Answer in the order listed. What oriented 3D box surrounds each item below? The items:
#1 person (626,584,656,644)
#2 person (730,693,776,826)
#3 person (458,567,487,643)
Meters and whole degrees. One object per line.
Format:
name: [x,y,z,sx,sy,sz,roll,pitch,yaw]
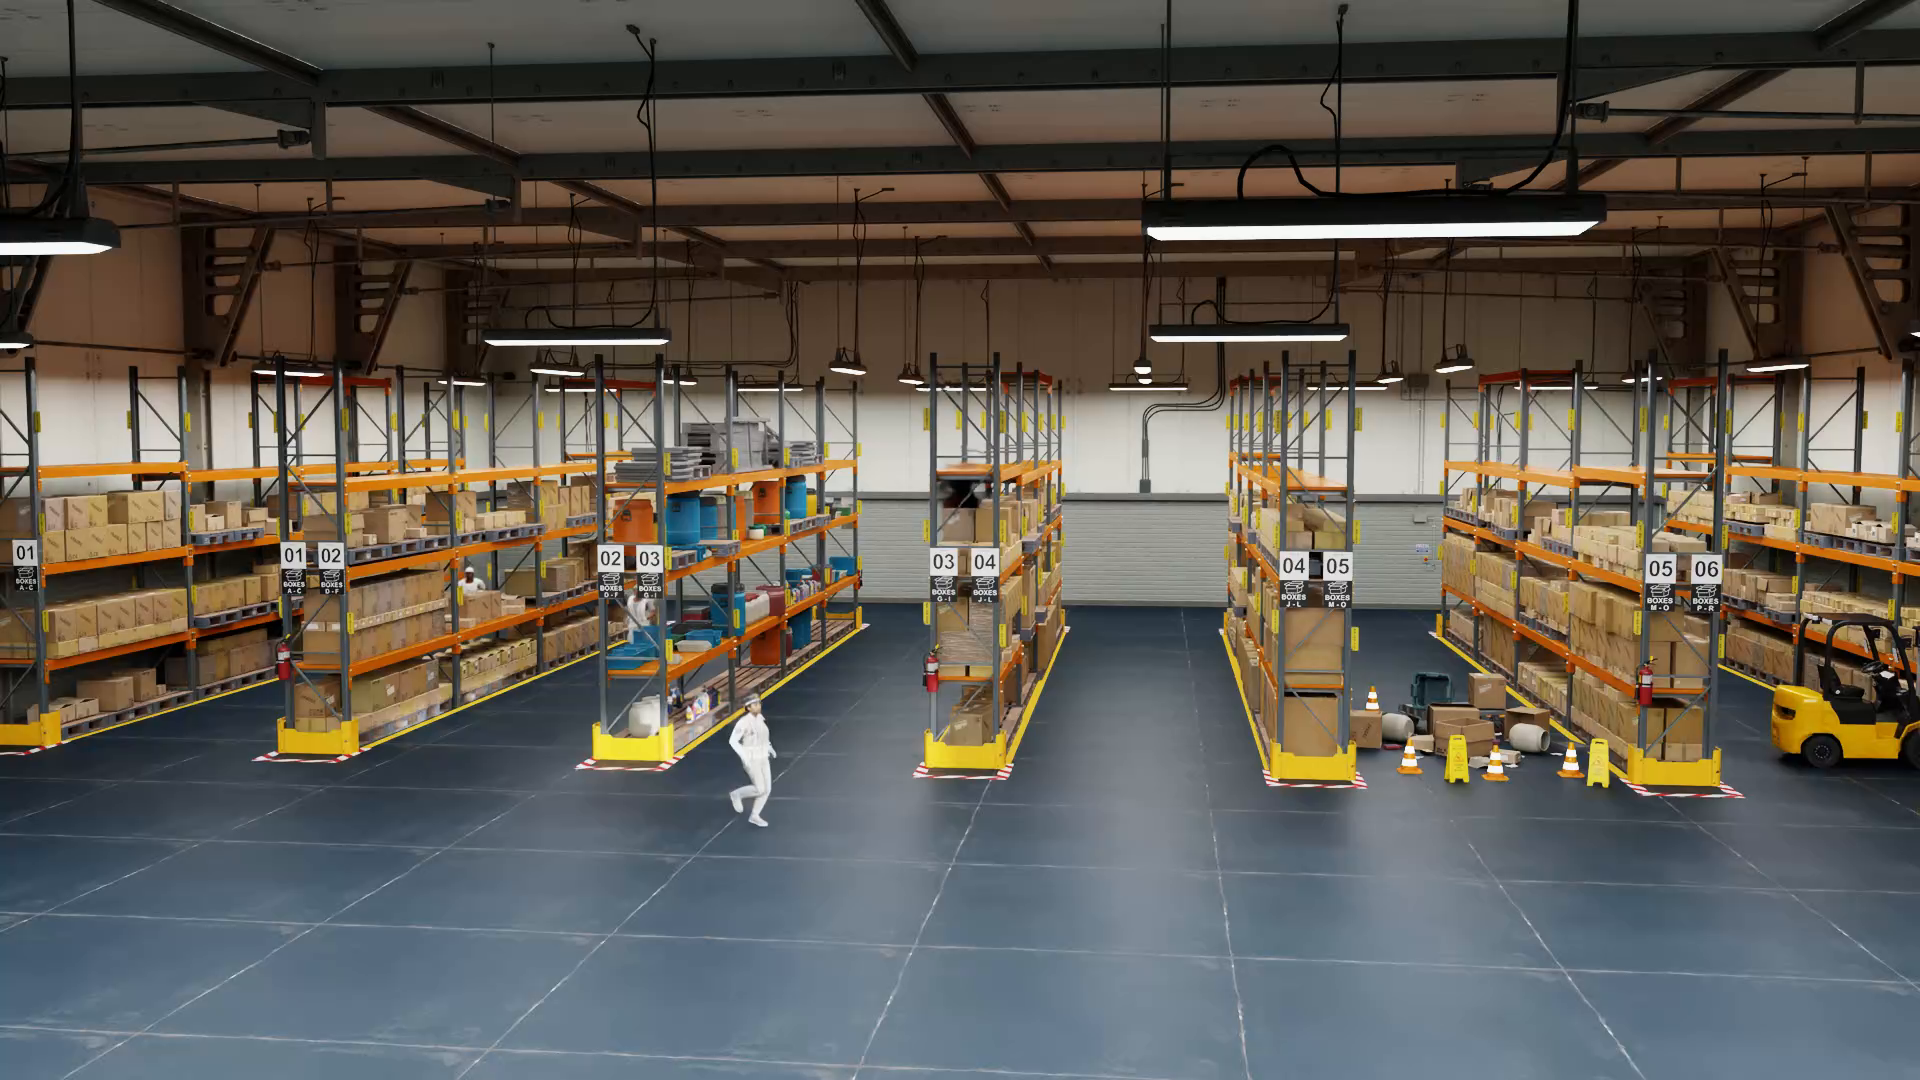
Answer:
person: [-6.420,1.769,33.416,0.650,1.797,1.144,0,4,1]
person: [-2.583,2.723,20.733,0.551,1.659,0.624,3,5,34]
person: [-11.142,1.465,37.908,0.677,1.721,0.747,0,4,-6]
